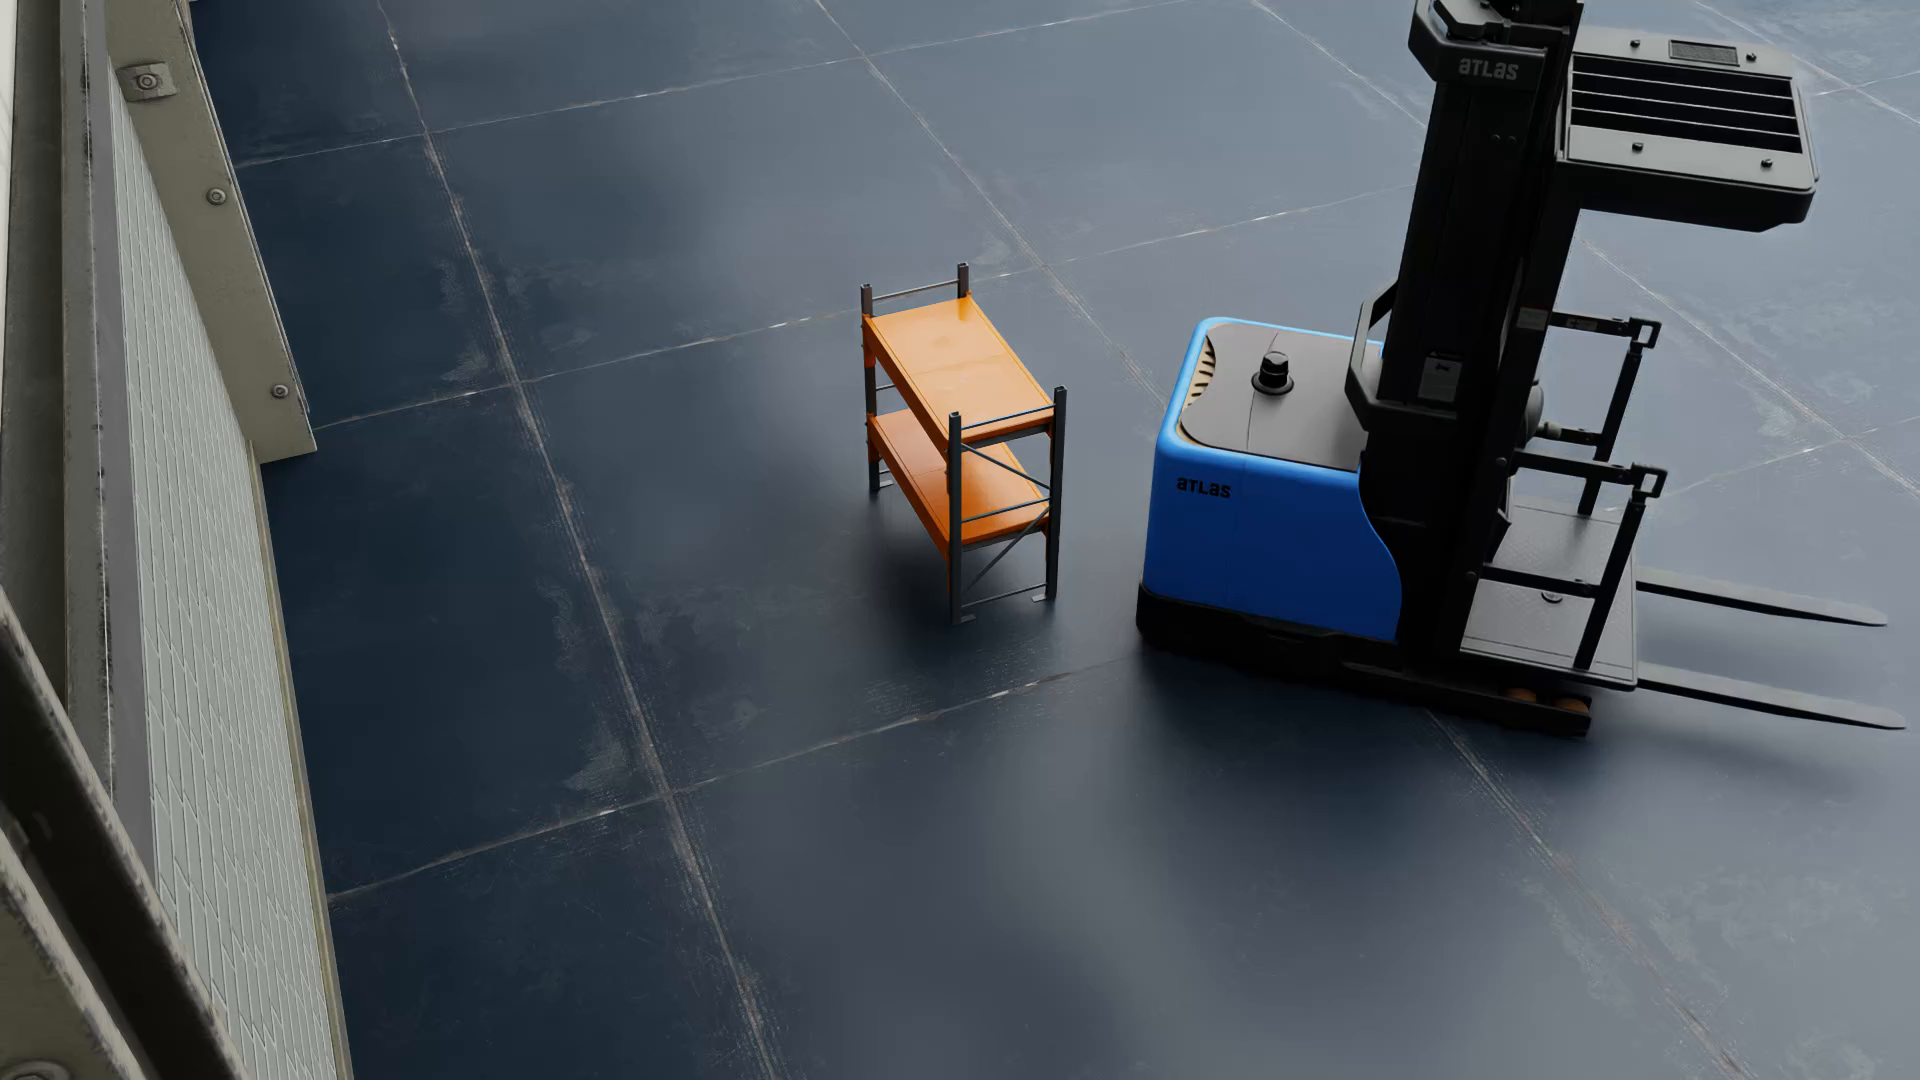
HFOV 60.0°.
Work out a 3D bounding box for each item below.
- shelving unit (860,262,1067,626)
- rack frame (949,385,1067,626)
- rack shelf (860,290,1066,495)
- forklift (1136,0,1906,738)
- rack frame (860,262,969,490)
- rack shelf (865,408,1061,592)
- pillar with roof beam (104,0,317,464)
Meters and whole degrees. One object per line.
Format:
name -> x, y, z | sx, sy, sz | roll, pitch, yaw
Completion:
shelving unit -> -0.003, -0.431, 7.307 | 0.538, 1.125, 1.048 | -15, 43, -17
rack frame -> 0.192, -0.124, 6.950 | 0.500, 1.125, 0.032 | -15, 43, -17
rack shelf -> -0.003, -0.652, 7.116 | 0.538, 0.278, 1.000 | -15, 43, -17
forklift -> 2.330, -0.699, 6.234 | 3.031, 2.935, 1.130 | 11, 42, 12
rack frame -> -0.197, -0.737, 7.663 | 0.500, 1.125, 0.032 | -15, 43, -17
rack shelf -> -0.003, -0.245, 7.466 | 0.538, 0.278, 1.000 | -15, 43, -17
pillar with roof beam -> 0.597, -5.005, 6.588 | 9.100, 9.000, 0.400 | -15, 43, -17
